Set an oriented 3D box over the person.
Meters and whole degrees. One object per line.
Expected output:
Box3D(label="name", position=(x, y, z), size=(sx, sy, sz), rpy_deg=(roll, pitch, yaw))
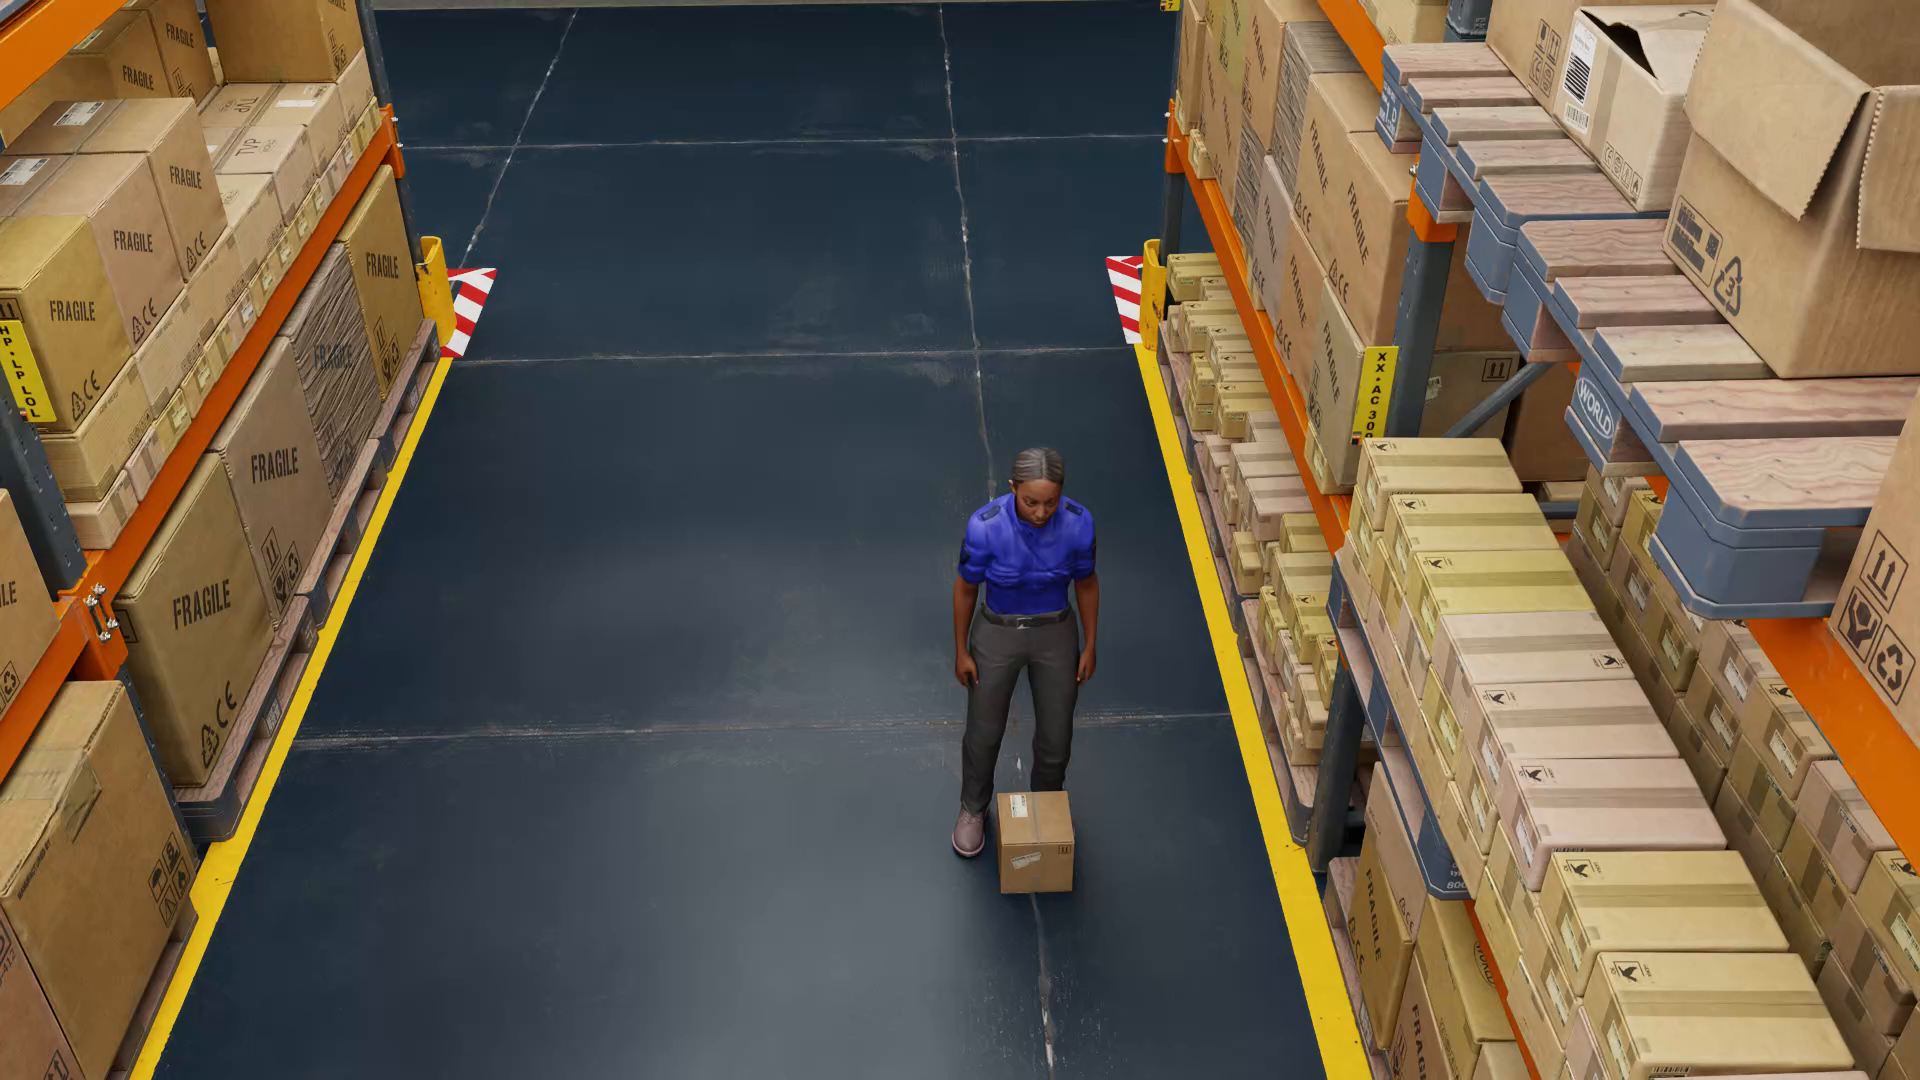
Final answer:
Box3D(label="person", position=(0.216, 0.368, 5.645), size=(0.507, 1.641, 0.349), rpy_deg=(-3, 36, -4))
